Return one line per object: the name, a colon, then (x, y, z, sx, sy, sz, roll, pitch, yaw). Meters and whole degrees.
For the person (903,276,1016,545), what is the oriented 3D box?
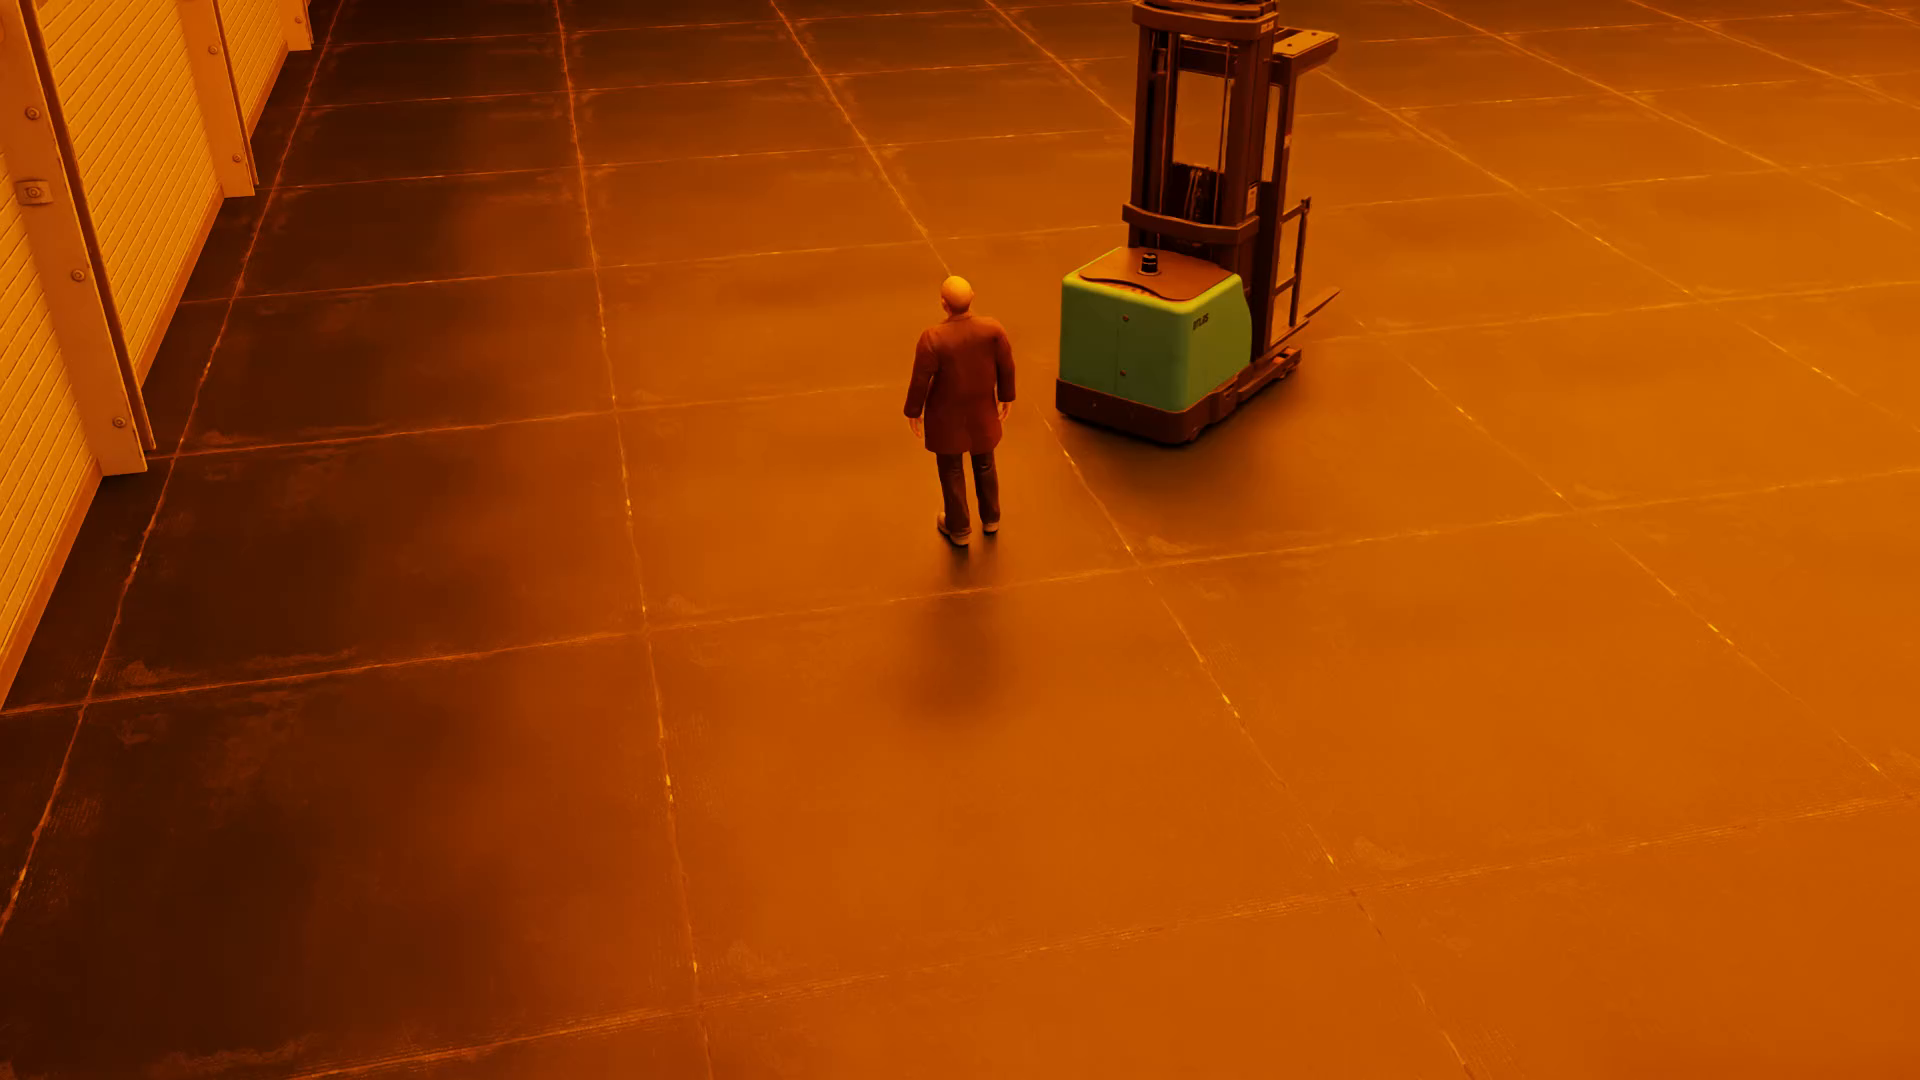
person: (-0.017, -0.820, 10.128, 0.694, 1.776, 0.582, -7, 31, -12)

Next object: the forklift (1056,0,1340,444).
forklift: (1.959, -2.617, 12.096, 1.130, 2.935, 3.031, 20, 35, 30)
